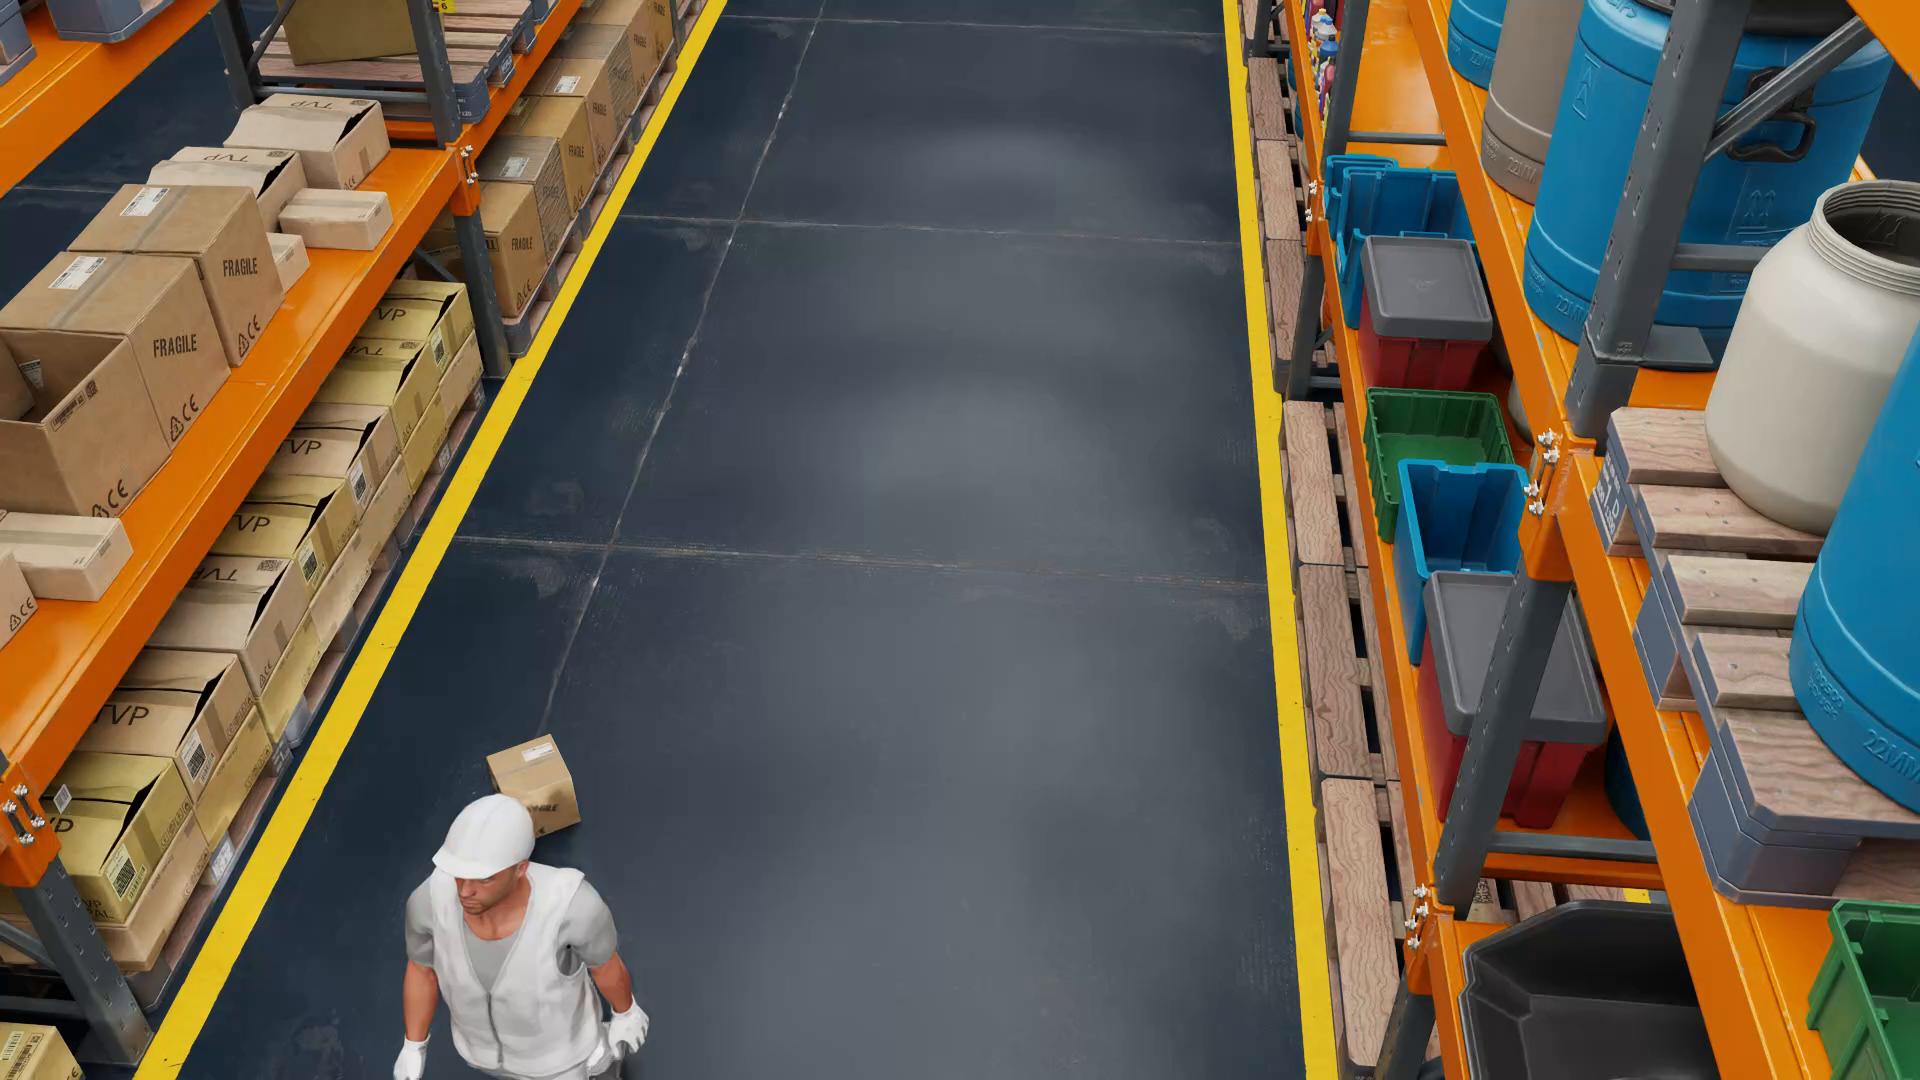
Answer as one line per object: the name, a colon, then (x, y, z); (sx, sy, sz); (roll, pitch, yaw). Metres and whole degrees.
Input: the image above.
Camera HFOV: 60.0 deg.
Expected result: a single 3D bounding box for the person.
person: (-1.201, 1.346, 4.521); (0.598, 1.749, 1.046); (9, 40, 10)
